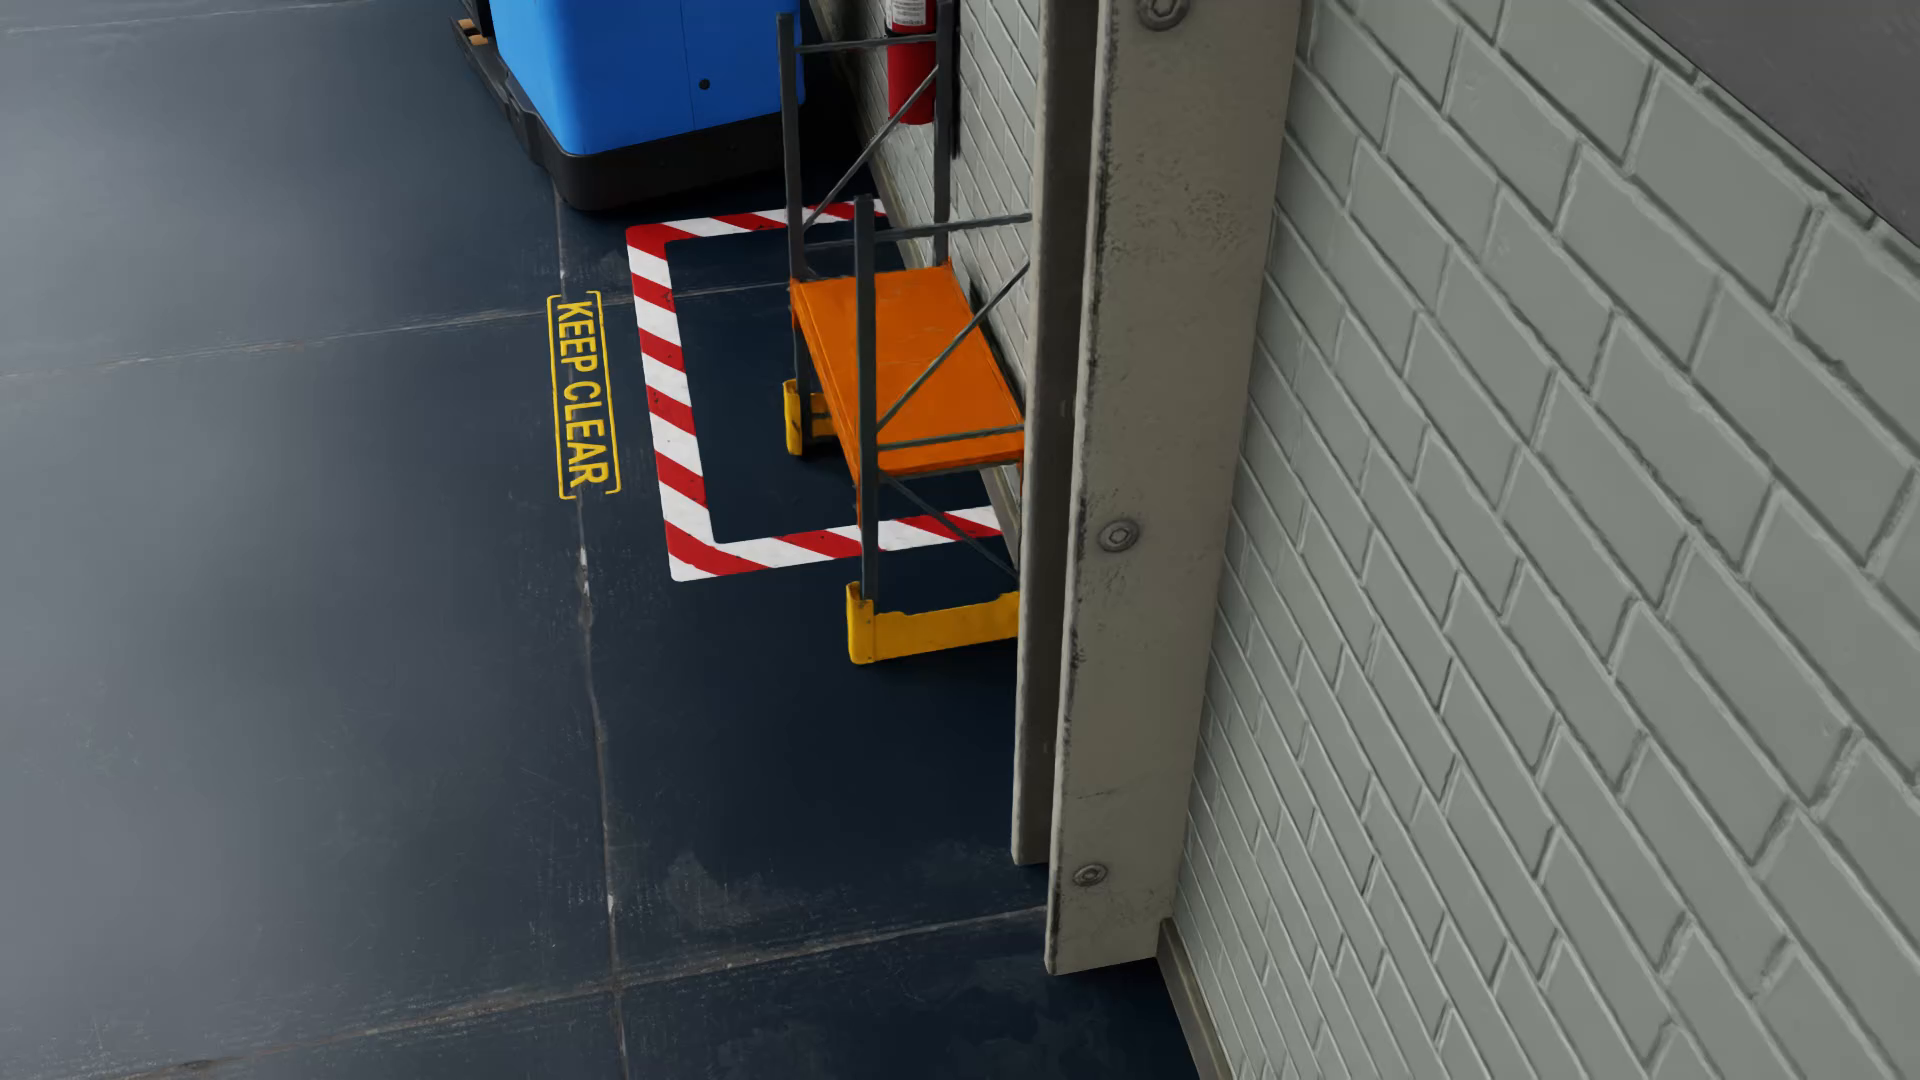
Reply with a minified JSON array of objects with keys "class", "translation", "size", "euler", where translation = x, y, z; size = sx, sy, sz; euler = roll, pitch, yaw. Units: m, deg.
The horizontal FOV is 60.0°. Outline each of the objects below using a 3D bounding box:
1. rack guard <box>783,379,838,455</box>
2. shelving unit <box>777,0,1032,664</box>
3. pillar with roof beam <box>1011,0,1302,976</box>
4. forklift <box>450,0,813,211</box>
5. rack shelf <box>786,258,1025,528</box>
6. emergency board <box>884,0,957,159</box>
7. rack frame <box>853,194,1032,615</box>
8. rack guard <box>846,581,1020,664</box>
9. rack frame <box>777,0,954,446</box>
[{"class":"rack guard","translation":[-0.290,-0.444,5.543],"size":[0.587,0.250,0.087],"euler":[-9,43,-12]},{"class":"shelving unit","translation":[-0.148,-0.591,4.770],"size":[0.587,1.500,1.083],"euler":[-9,43,-12]},{"class":"pillar with roof beam","translation":[-3.878,-1.836,0.539],"size":[9.100,9.000,0.400],"euler":[-8,42,-9]},{"class":"forklift","translation":[-1.727,-3.381,6.851],"size":[1.130,2.935,3.031],"euler":[-18,45,-20]},{"class":"rack shelf","translation":[-0.154,-0.462,4.896],"size":[0.538,0.185,1.000],"euler":[-9,43,-12]},{"class":"emergency board","translation":[-0.171,-1.816,5.037],"size":[0.194,1.169,0.643],"euler":[-8,42,-9]},{"class":"rack frame","translation":[-0.020,-0.269,4.411],"size":[0.500,1.500,0.032],"euler":[-9,43,-12]},{"class":"rack guard","translation":[-0.035,0.199,4.825],"size":[0.587,0.250,0.087],"euler":[-9,43,-12]},{"class":"rack frame","translation":[-0.280,-0.924,5.143],"size":[0.500,1.500,0.032],"euler":[-9,43,-12]}]
